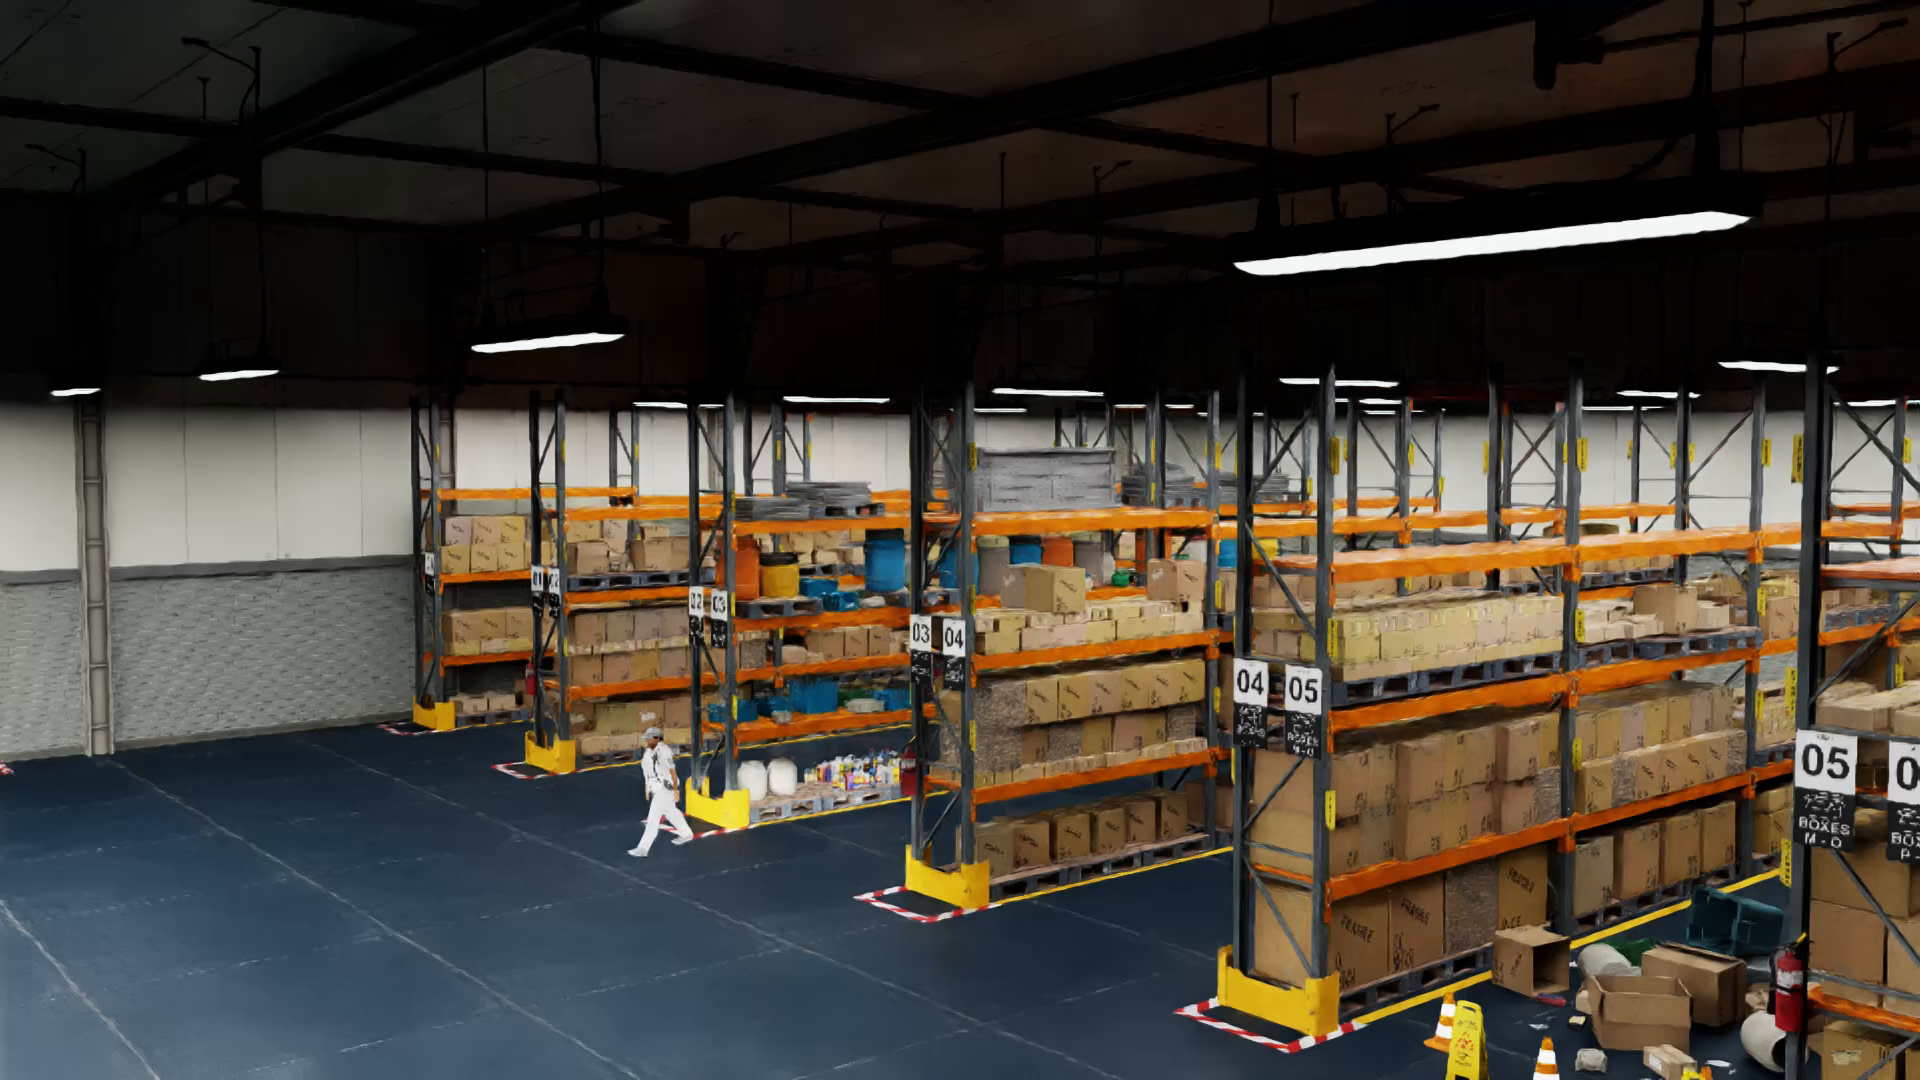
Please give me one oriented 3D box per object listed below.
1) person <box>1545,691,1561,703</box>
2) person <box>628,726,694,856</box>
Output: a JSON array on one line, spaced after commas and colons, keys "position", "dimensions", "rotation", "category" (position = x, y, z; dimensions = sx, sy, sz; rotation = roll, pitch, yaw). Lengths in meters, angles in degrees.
[{"position": [8.665, 2.897, 24.086], "dimensions": [1.126, 1.631, 0.542], "rotation": [-3, 4, -37], "category": "person"}, {"position": [-3.799, 3.120, 20.962], "dimensions": [1.090, 1.580, 0.496], "rotation": [-3, 4, -41], "category": "person"}]
